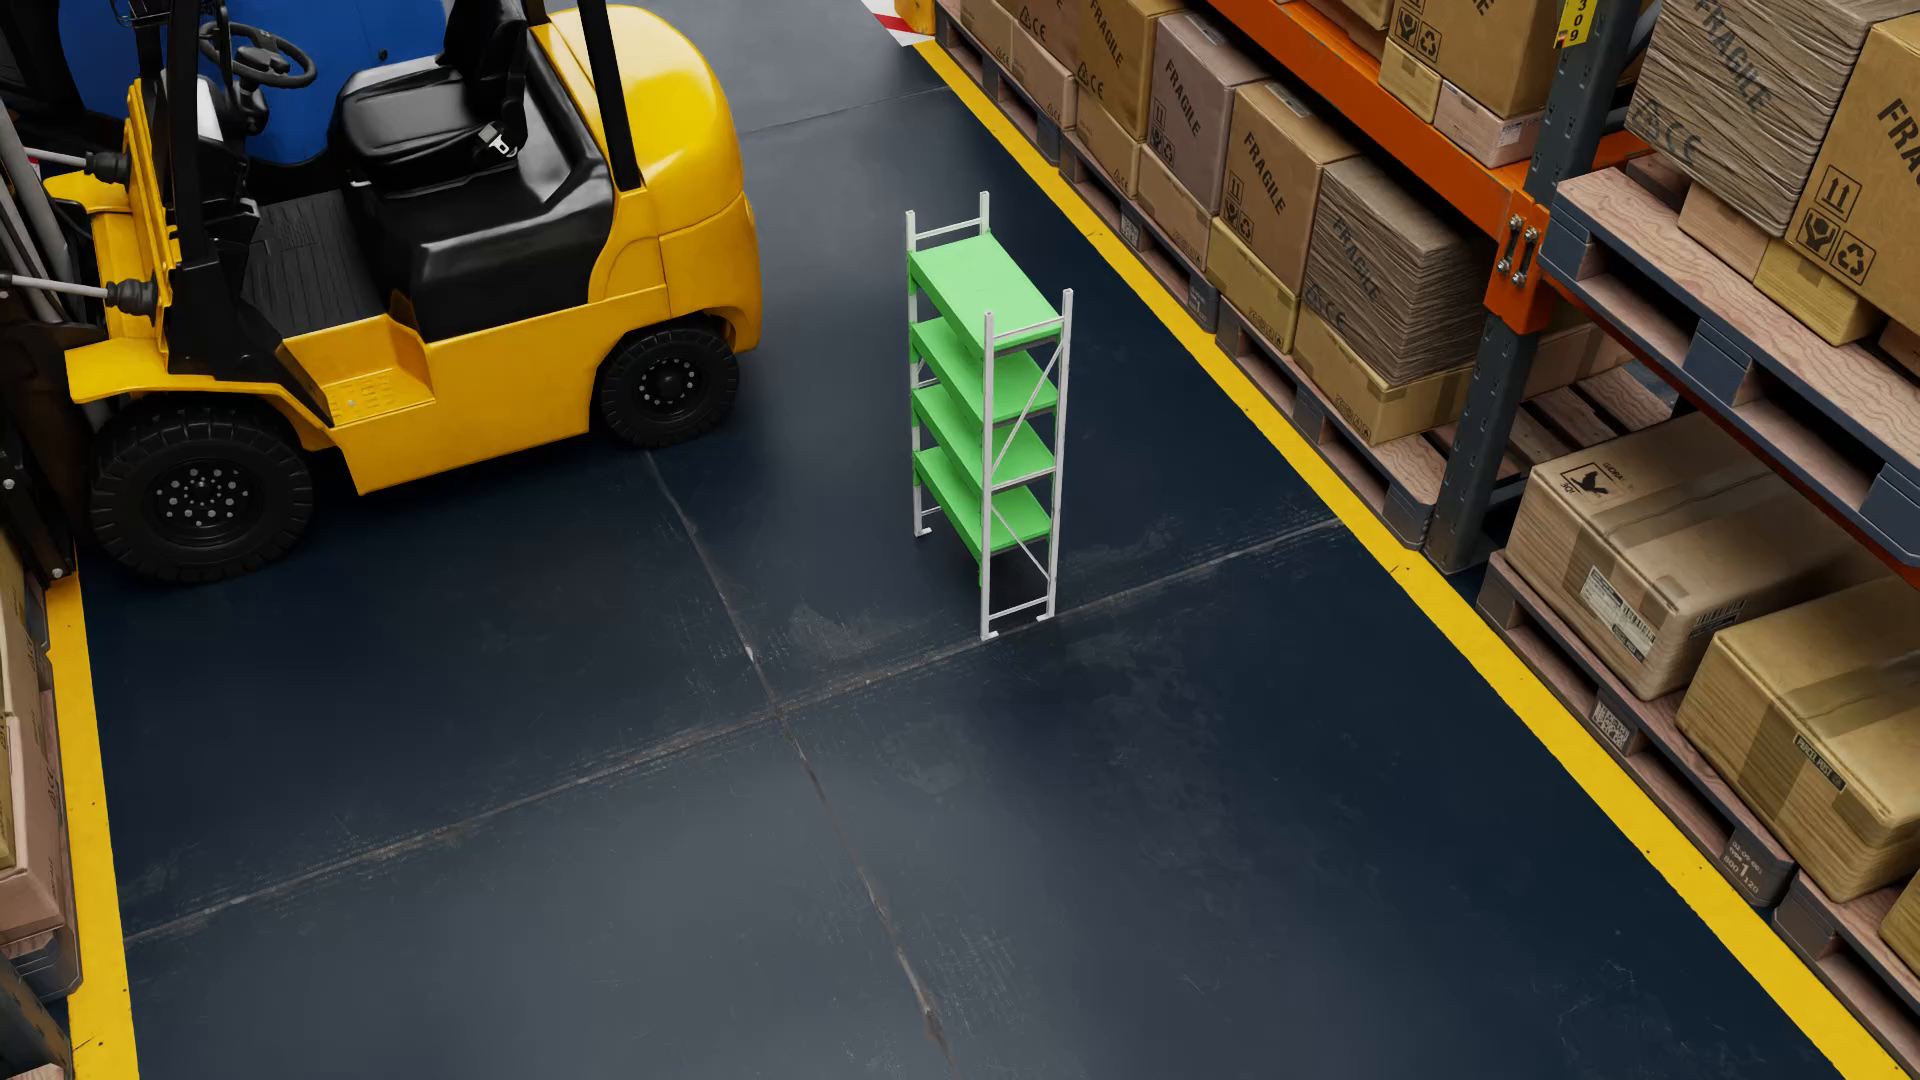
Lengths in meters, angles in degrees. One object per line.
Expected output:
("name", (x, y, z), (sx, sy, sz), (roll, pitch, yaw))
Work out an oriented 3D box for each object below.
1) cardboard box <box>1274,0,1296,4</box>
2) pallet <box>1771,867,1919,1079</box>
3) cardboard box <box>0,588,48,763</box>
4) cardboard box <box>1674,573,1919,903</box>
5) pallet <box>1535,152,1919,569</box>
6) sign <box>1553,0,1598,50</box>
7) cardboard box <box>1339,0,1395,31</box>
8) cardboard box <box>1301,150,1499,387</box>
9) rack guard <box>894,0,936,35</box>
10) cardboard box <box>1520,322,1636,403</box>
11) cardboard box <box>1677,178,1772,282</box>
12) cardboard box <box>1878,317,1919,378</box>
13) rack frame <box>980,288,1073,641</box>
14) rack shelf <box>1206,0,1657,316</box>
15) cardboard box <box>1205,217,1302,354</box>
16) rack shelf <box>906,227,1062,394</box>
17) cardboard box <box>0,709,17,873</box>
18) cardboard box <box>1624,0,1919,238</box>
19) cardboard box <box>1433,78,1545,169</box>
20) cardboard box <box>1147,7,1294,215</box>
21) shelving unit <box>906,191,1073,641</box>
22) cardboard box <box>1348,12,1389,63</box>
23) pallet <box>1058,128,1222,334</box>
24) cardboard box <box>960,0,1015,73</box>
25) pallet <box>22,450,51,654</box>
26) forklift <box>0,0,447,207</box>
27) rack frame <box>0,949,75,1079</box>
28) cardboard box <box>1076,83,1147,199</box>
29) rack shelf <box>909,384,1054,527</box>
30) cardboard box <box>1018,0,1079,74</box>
("cardboard box", (1.083, -1.808, 5.126), (0.380, 0.149, 0.250), (-19, 48, -18))
("pallet", (2.770, 1.130, 3.954), (1.003, 0.211, 1.213), (-18, 47, -17))
("cardboard box", (-2.708, 0.436, 4.331), (0.500, 0.250, 0.500), (-19, 48, -18))
("cardboard box", (2.453, 0.440, 4.240), (0.950, 0.372, 0.625), (-15, 47, -15))
("pallet", (2.114, -0.538, 3.796), (1.003, 0.211, 1.213), (-18, 47, -17))
("sign", (1.436, -1.279, 3.795), (0.100, 0.325, 0.005), (-18, 47, -17))
("cardboard box", (1.290, -1.814, 4.669), (0.500, 0.500, 0.500), (-17, 47, -16))
("cardboard box", (1.433, -0.872, 5.123), (0.500, 0.500, 0.500), (-19, 48, -18))
("rack guard", (0.275, -2.747, 7.678), (1.175, 0.500, 0.348), (-18, 47, -17))
("cardboard box", (1.922, -0.763, 5.546), (0.500, 0.250, 0.500), (-20, 48, -19))
("cardboard box", (1.871, -0.751, 3.755), (0.380, 0.149, 0.250), (-17, 47, -17))
("cardboard box", (2.156, -0.431, 3.431), (0.380, 0.149, 0.250), (-15, 47, -15))
("rack frame", (0.172, -0.166, 4.564), (0.240, 1.200, 0.015), (-18, 47, -17))
("rack shelf", (1.084, -2.155, 5.810), (1.077, 0.370, 4.000), (-18, 47, -17))
("cardboard box", (1.199, -0.941, 5.727), (0.500, 0.250, 0.500), (-19, 48, -18))
("rack shelf", (0.070, -0.618, 4.429), (0.258, 0.148, 0.480), (-18, 47, -17))
("cardboard box", (-2.501, 0.584, 3.826), (0.500, 0.250, 0.500), (-18, 47, -18))
("cardboard box", (1.862, -1.044, 3.590), (0.500, 0.500, 0.500), (-17, 47, -16))
("cardboard box", (1.513, -1.162, 4.471), (0.380, 0.149, 0.250), (-18, 48, -18))
("cardboard box", (1.001, -1.520, 5.780), (0.500, 0.500, 0.500), (-16, 47, -15))
("shelving unit", (0.070, -0.322, 4.722), (0.258, 1.200, 0.503), (-18, 47, -17))
("cardboard box", (1.363, -1.508, 4.822), (0.380, 0.149, 0.250), (-18, 47, -17))
("pallet", (1.093, -1.340, 6.458), (1.003, 0.211, 1.213), (-18, 47, -17))
("cardboard box", (0.331, -2.261, 7.064), (0.500, 0.250, 0.500), (-18, 48, -18))
("pallet", (-3.391, 0.027, 5.073), (1.003, 0.211, 1.213), (-18, 47, -17))
("forklift", (-3.631, -2.972, 6.175), (3.031, 2.935, 1.130), (18, 47, 17))
("rack frame", (-2.577, 0.332, 2.778), (1.000, 3.000, 0.127), (-18, 47, -17))
("cardboard box", (0.780, -1.589, 6.383), (0.500, 0.250, 0.500), (-15, 47, -15))
("rack shelf", (0.070, -0.276, 4.767), (0.258, 0.148, 0.480), (-18, 47, -17))
("cardboard box", (0.565, -2.181, 6.449), (0.500, 0.500, 0.500), (-20, 48, -19))
